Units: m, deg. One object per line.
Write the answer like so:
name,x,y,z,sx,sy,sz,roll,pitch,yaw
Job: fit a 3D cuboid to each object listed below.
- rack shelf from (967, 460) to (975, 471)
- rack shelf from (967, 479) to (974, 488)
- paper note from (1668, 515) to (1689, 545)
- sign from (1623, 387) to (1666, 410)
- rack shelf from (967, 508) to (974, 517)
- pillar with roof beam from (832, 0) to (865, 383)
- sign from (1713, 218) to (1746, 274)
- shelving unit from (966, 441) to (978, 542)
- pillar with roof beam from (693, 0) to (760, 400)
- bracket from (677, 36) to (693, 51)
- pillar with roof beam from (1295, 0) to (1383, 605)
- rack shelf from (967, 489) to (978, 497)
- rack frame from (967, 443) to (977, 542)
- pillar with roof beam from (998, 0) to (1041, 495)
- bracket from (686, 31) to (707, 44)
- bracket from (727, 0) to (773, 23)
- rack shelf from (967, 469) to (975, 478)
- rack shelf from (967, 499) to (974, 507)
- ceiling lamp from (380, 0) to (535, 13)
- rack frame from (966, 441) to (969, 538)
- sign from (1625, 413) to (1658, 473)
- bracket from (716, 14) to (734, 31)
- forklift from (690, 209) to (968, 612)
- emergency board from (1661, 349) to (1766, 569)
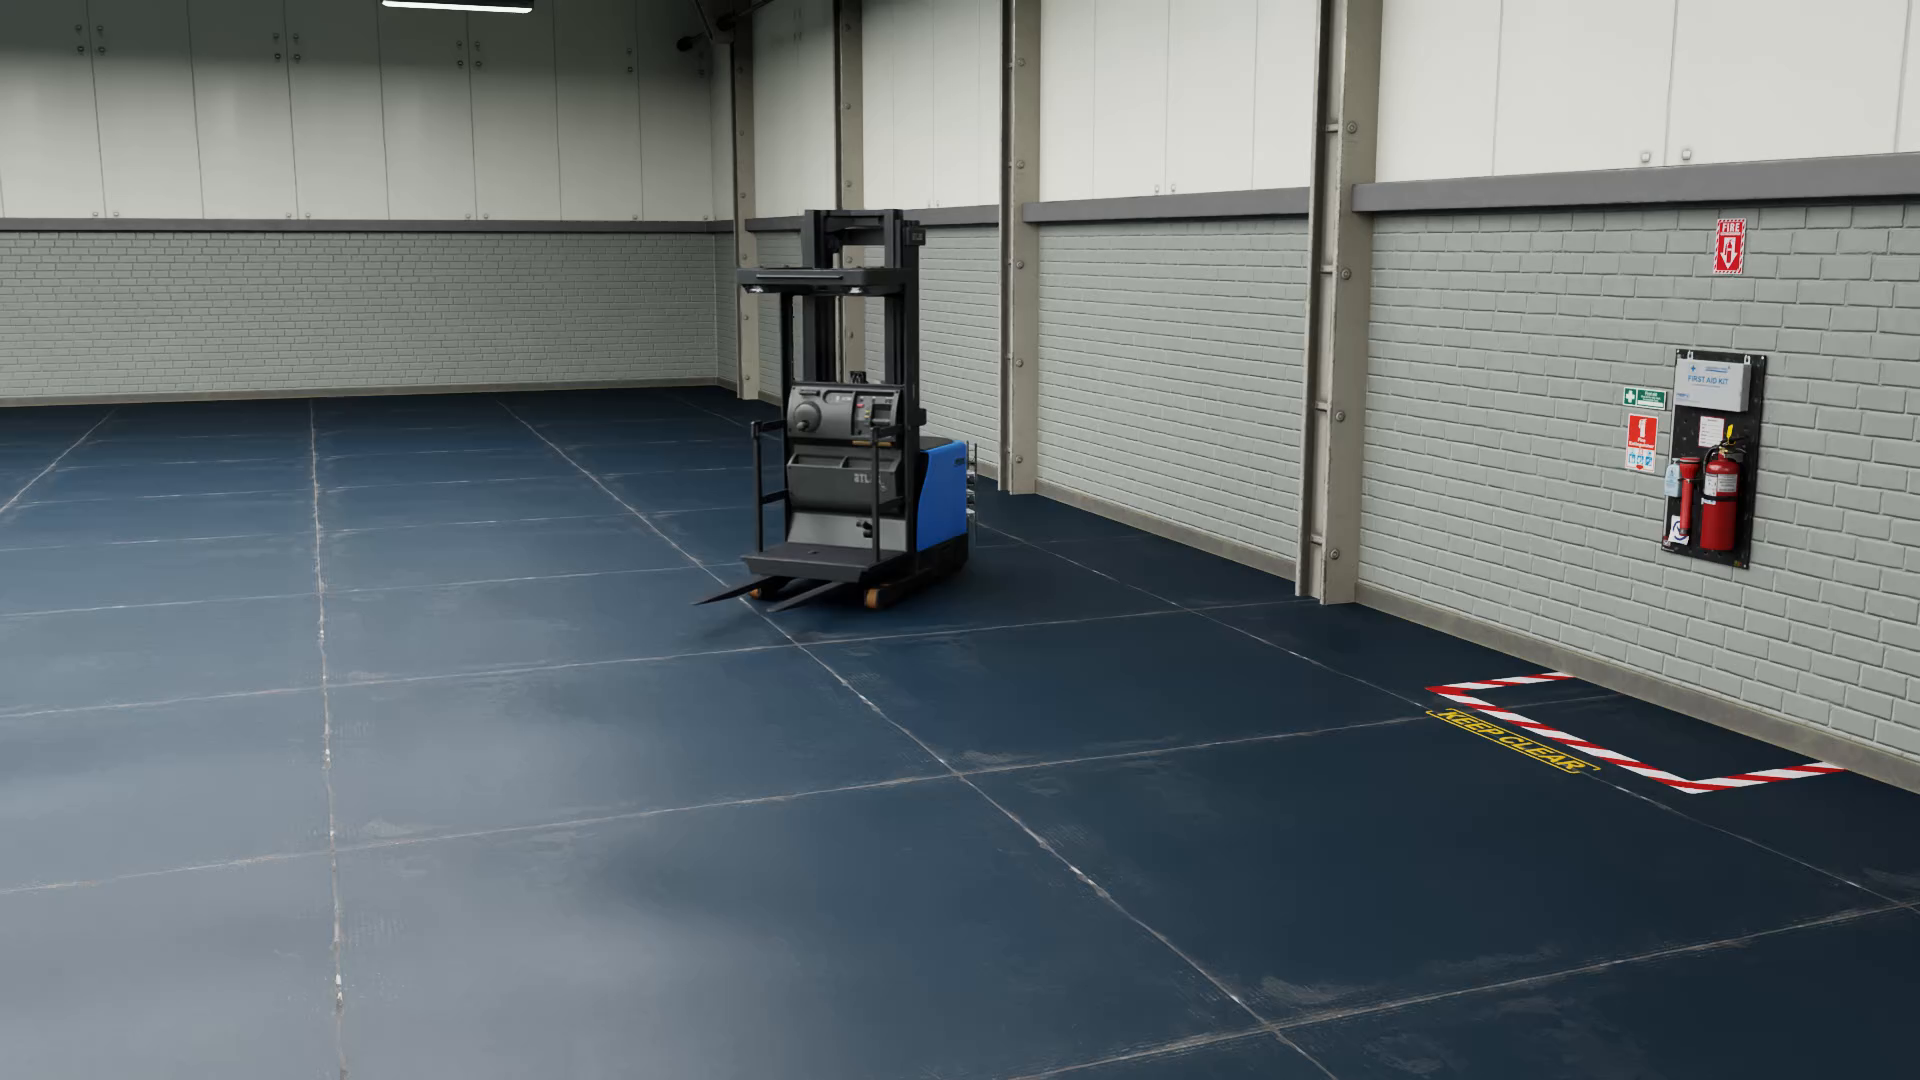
rack shelf,0.003,-0.675,15.122,0.258,0.077,0.200,-4,11,-21
rack shelf,0.003,-0.498,15.154,0.258,0.077,0.200,-4,11,-21
paper note,4.121,-0.058,9.523,0.016,0.148,0.142,-4,11,-21
sign,4.010,-0.832,9.747,0.001,0.109,0.331,-4,11,-21
rack shelf,0.003,-0.232,15.201,0.258,0.077,0.200,-4,11,-21
pillar with roof beam,-5.554,-5.671,21.434,9.100,9.000,0.400,-4,11,-21
sign,4.211,-1.607,9.099,0.001,0.298,0.199,-4,11,-21
shelving unit,0.003,-0.442,15.164,0.258,0.900,0.210,-4,11,-21
pillar with roof beam,-7.729,-6.650,26.940,9.100,9.000,0.548,-4,11,-21
bracket,-5.056,-9.127,30.589,0.235,0.232,0.430,-4,11,-21
pillar with roof beam,-1.206,-3.712,10.422,9.100,9.000,0.400,-4,11,-21
rack shelf,0.003,-0.409,15.170,0.258,0.077,0.200,-4,11,-21
rack frame,0.040,-0.425,15.070,0.240,0.900,0.006,-4,11,-21
pillar with roof beam,-3.380,-4.691,15.928,9.100,9.000,0.400,-4,11,-21
bracket,-4.842,-9.031,30.047,0.076,0.066,3.189,-4,11,-21
bracket,-2.963,-8.185,25.289,0.076,0.066,4.783,-4,11,-21
rack shelf,0.003,-0.586,15.138,0.258,0.077,0.200,-4,11,-21
rack shelf,0.003,-0.320,15.185,0.258,0.077,0.200,-4,11,-21
ceiling lamp,-6.939,-8.852,22.649,2.000,3.185,0.800,-4,11,-21
rack frame,-0.034,-0.458,15.257,0.240,0.900,0.006,-4,11,-21
sign,4.016,-0.572,9.800,0.001,0.329,0.234,-4,11,-21
bracket,-3.897,-8.605,27.653,0.235,0.232,0.430,-4,11,-21
forklift,-0.973,-1.007,12.543,1.130,2.935,3.031,4,11,23
emergency board,4.121,-0.458,9.259,0.194,1.169,0.643,-4,11,-21
